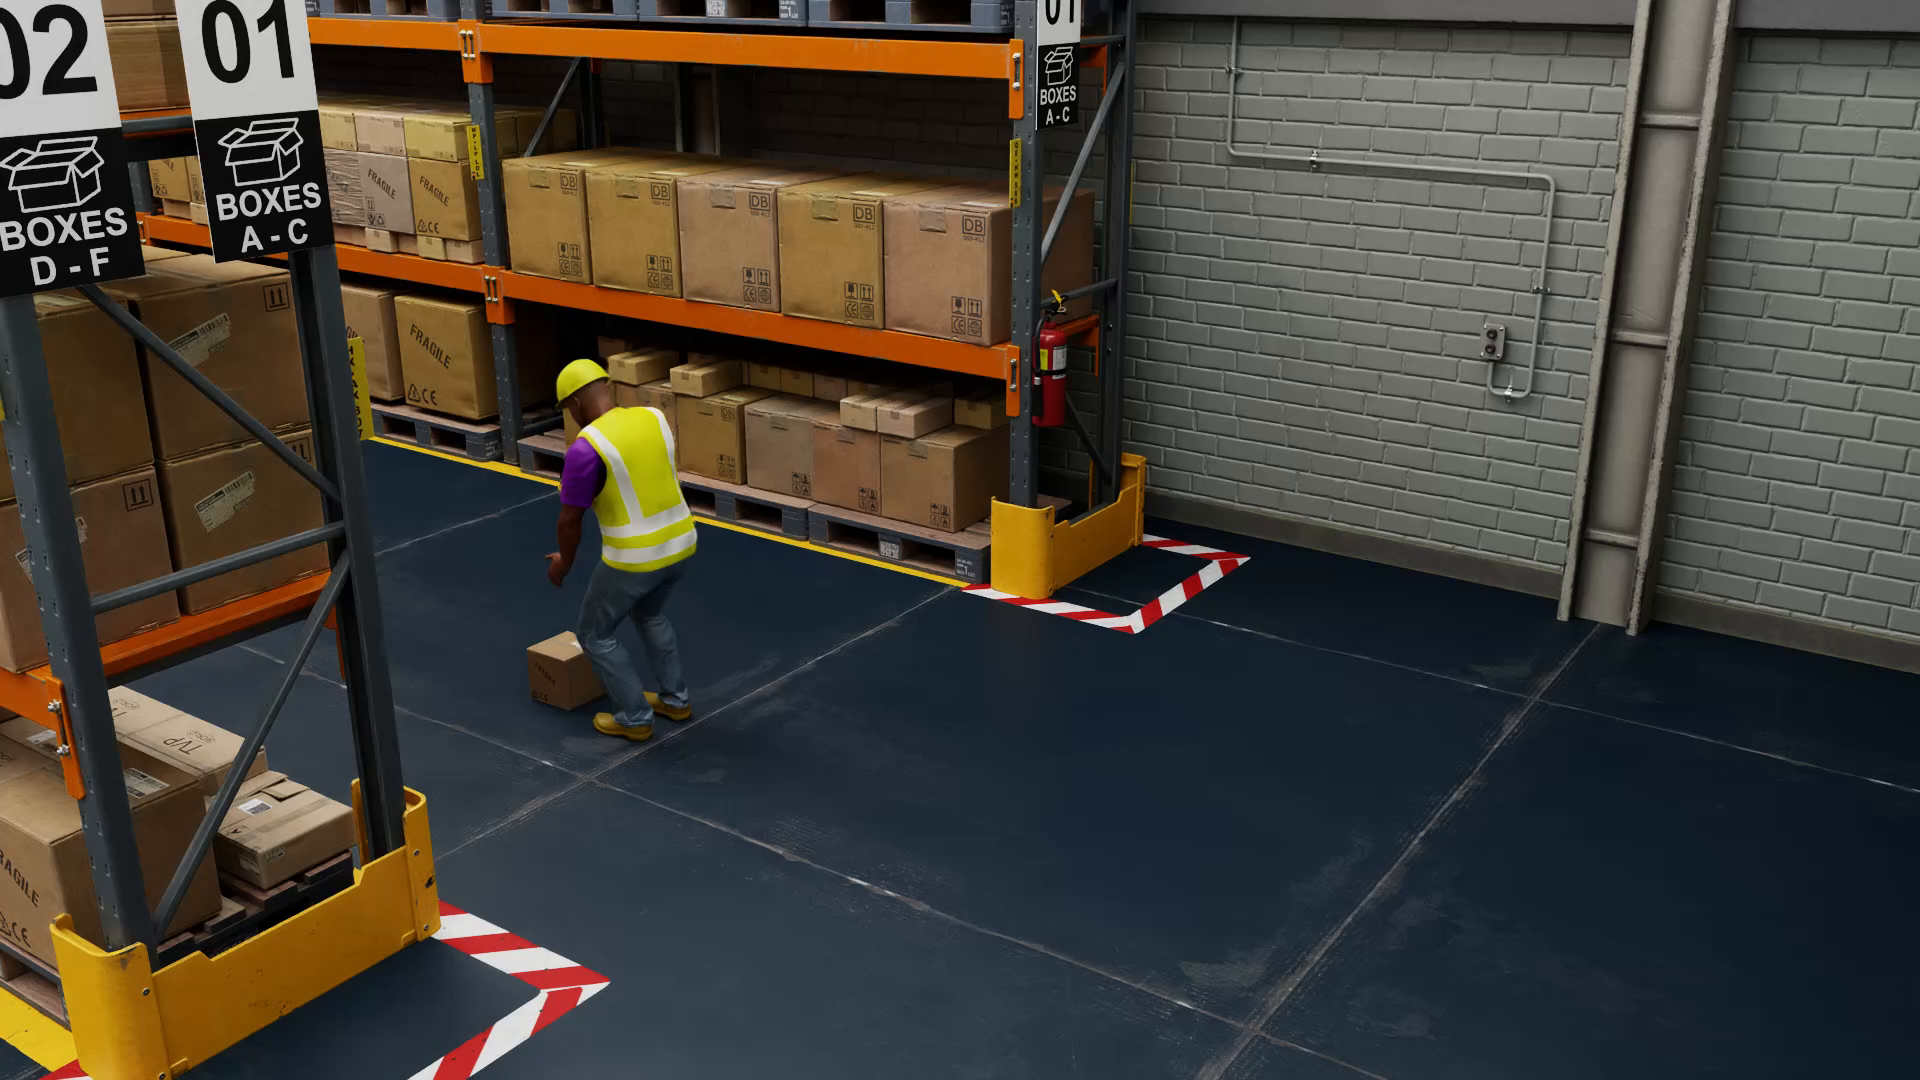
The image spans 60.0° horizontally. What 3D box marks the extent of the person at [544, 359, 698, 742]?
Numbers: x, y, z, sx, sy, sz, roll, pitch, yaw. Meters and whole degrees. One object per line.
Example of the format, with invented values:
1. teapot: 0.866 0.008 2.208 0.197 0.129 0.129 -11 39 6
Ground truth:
1. person: -1.444 0.046 7.109 0.576 1.633 0.613 13 24 33
